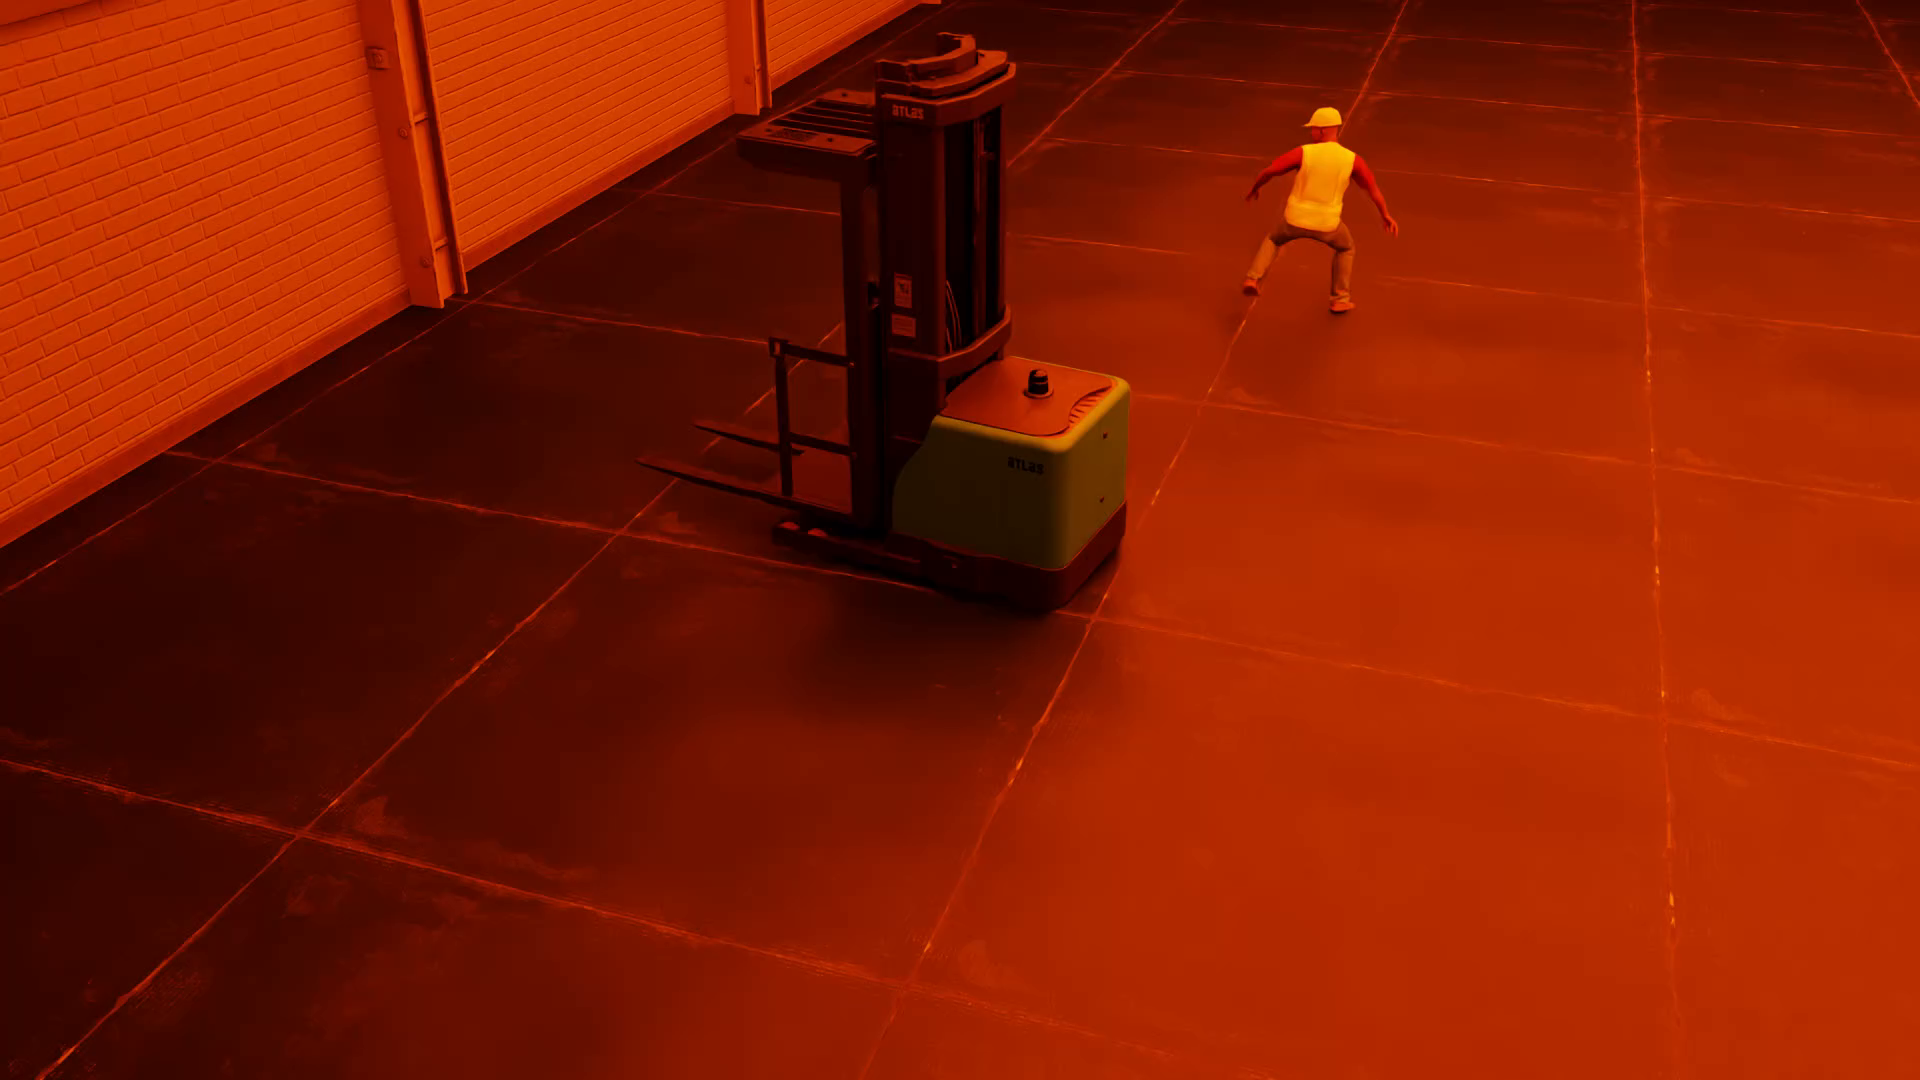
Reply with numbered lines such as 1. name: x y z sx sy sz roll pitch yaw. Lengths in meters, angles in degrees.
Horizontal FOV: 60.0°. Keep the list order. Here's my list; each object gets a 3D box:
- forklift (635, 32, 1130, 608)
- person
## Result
1. forklift: -0.558 -1.389 9.574 3.031 2.935 1.130 14 33 23
2. person: 2.816 -2.543 12.975 1.193 1.639 0.512 7 30 11
